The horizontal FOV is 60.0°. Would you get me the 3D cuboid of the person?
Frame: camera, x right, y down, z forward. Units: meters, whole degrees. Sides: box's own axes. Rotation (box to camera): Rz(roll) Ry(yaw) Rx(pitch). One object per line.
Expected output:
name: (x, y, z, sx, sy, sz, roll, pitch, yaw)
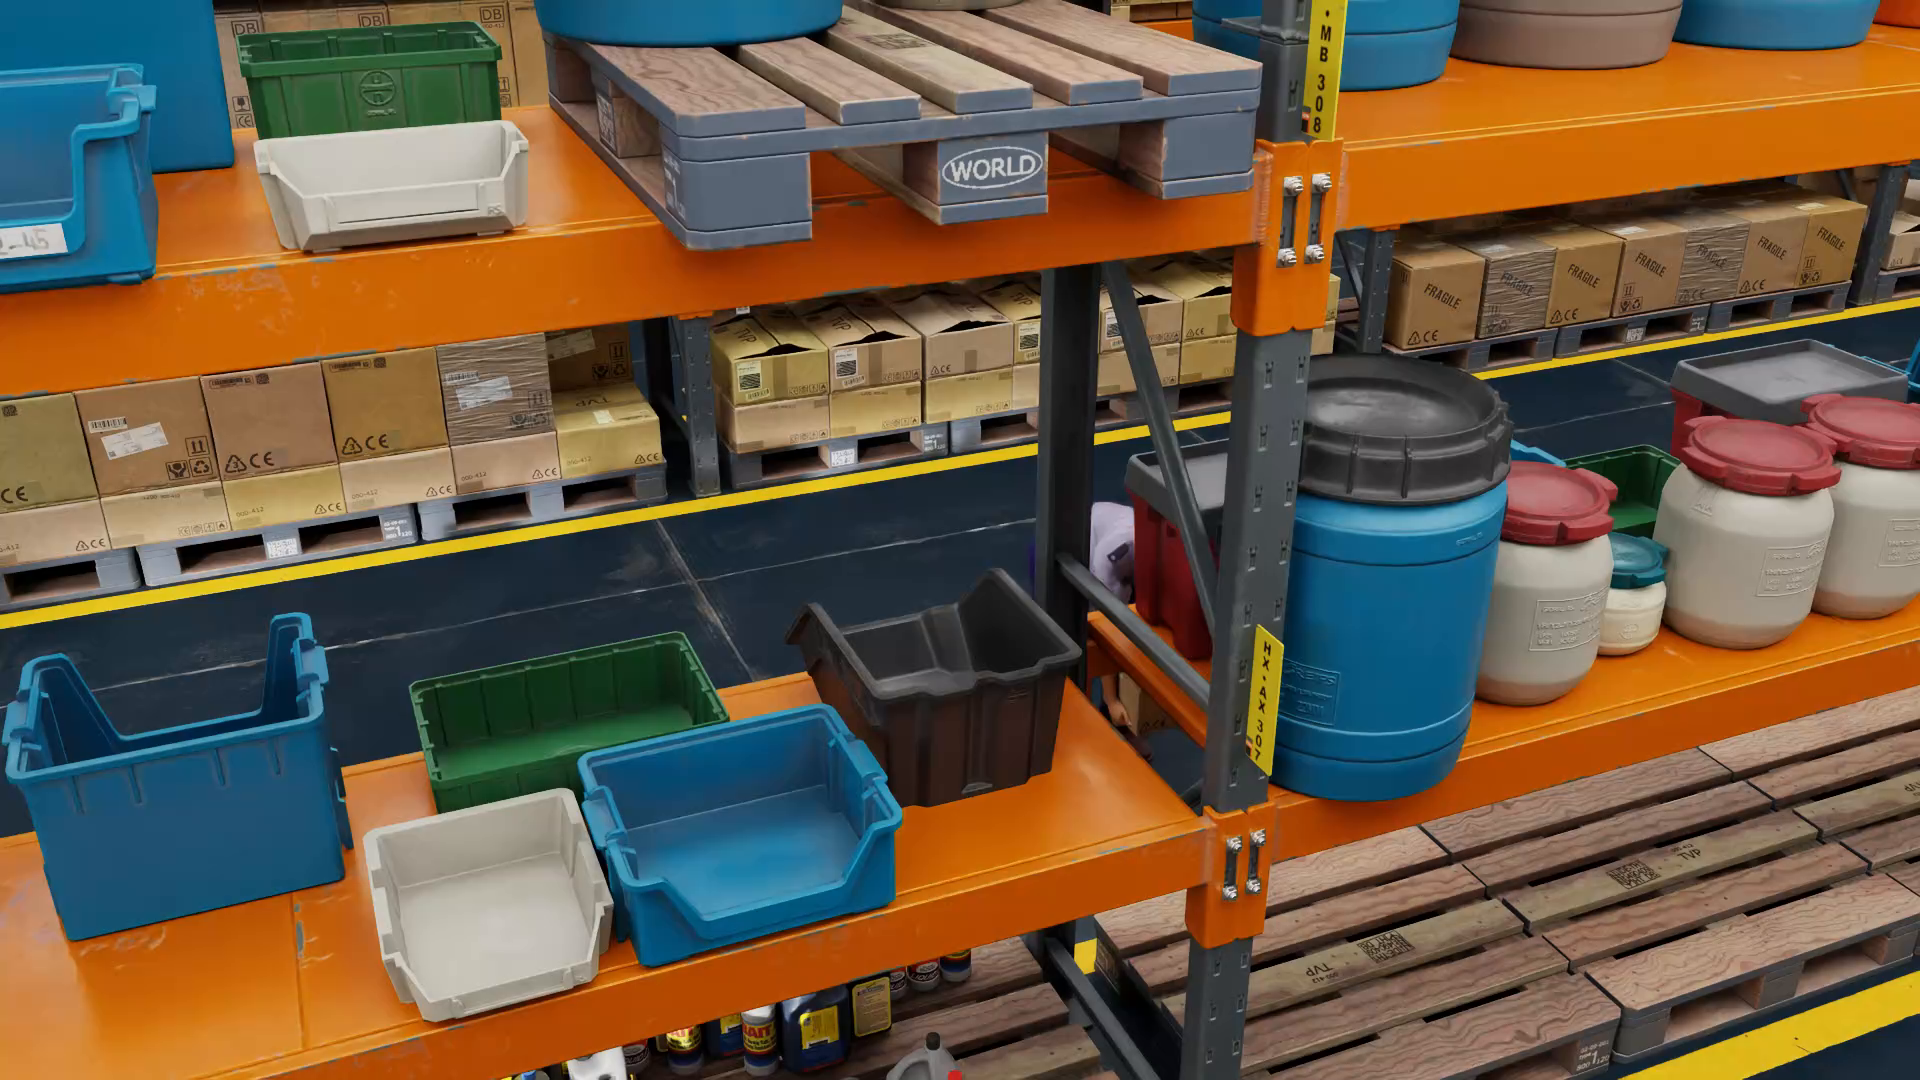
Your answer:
person: (0.571, 0.339, 5.987, 0.476, 1.170, 0.867, -12, 28, -23)
